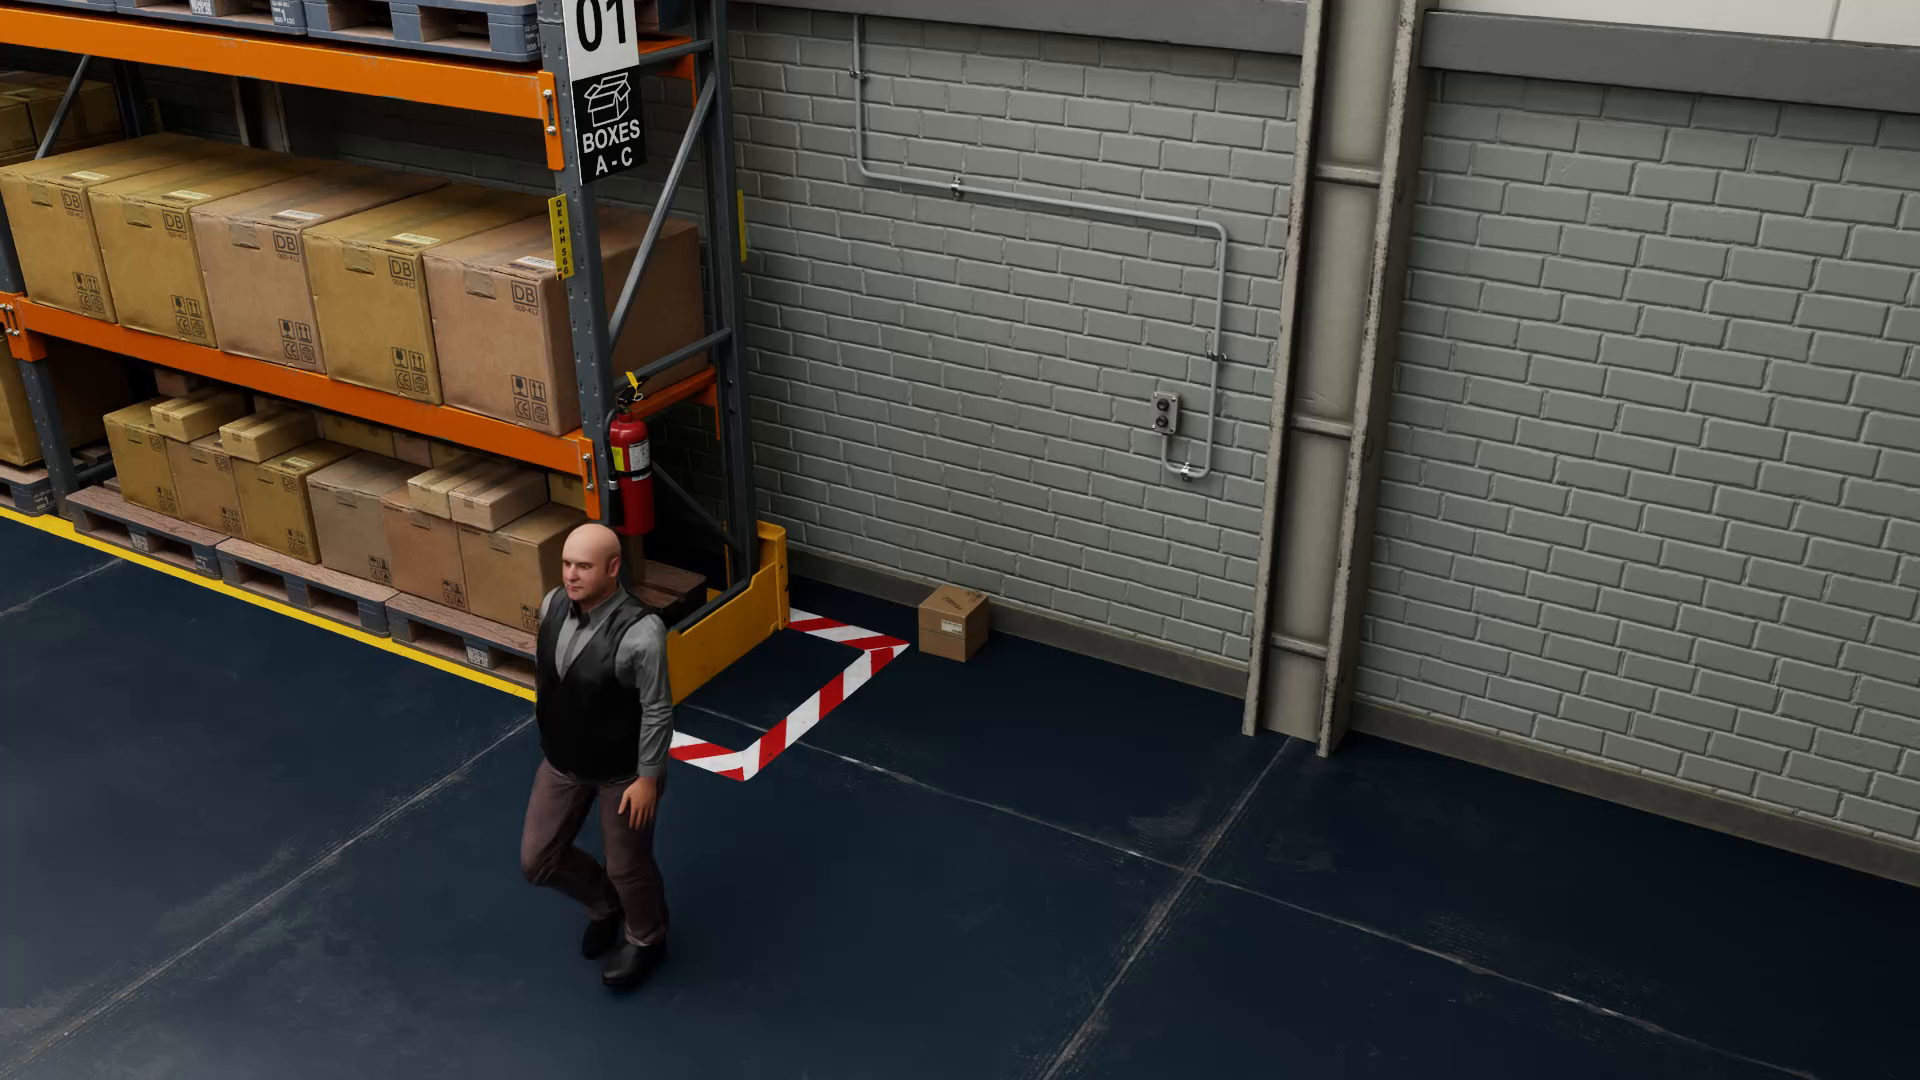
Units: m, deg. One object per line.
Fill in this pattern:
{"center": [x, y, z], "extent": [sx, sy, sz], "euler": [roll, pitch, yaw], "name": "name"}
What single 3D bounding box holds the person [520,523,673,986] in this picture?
{"center": [-1.212, 0.770, 5.547], "extent": [0.564, 1.739, 0.458], "euler": [14, 30, 26], "name": "person"}
